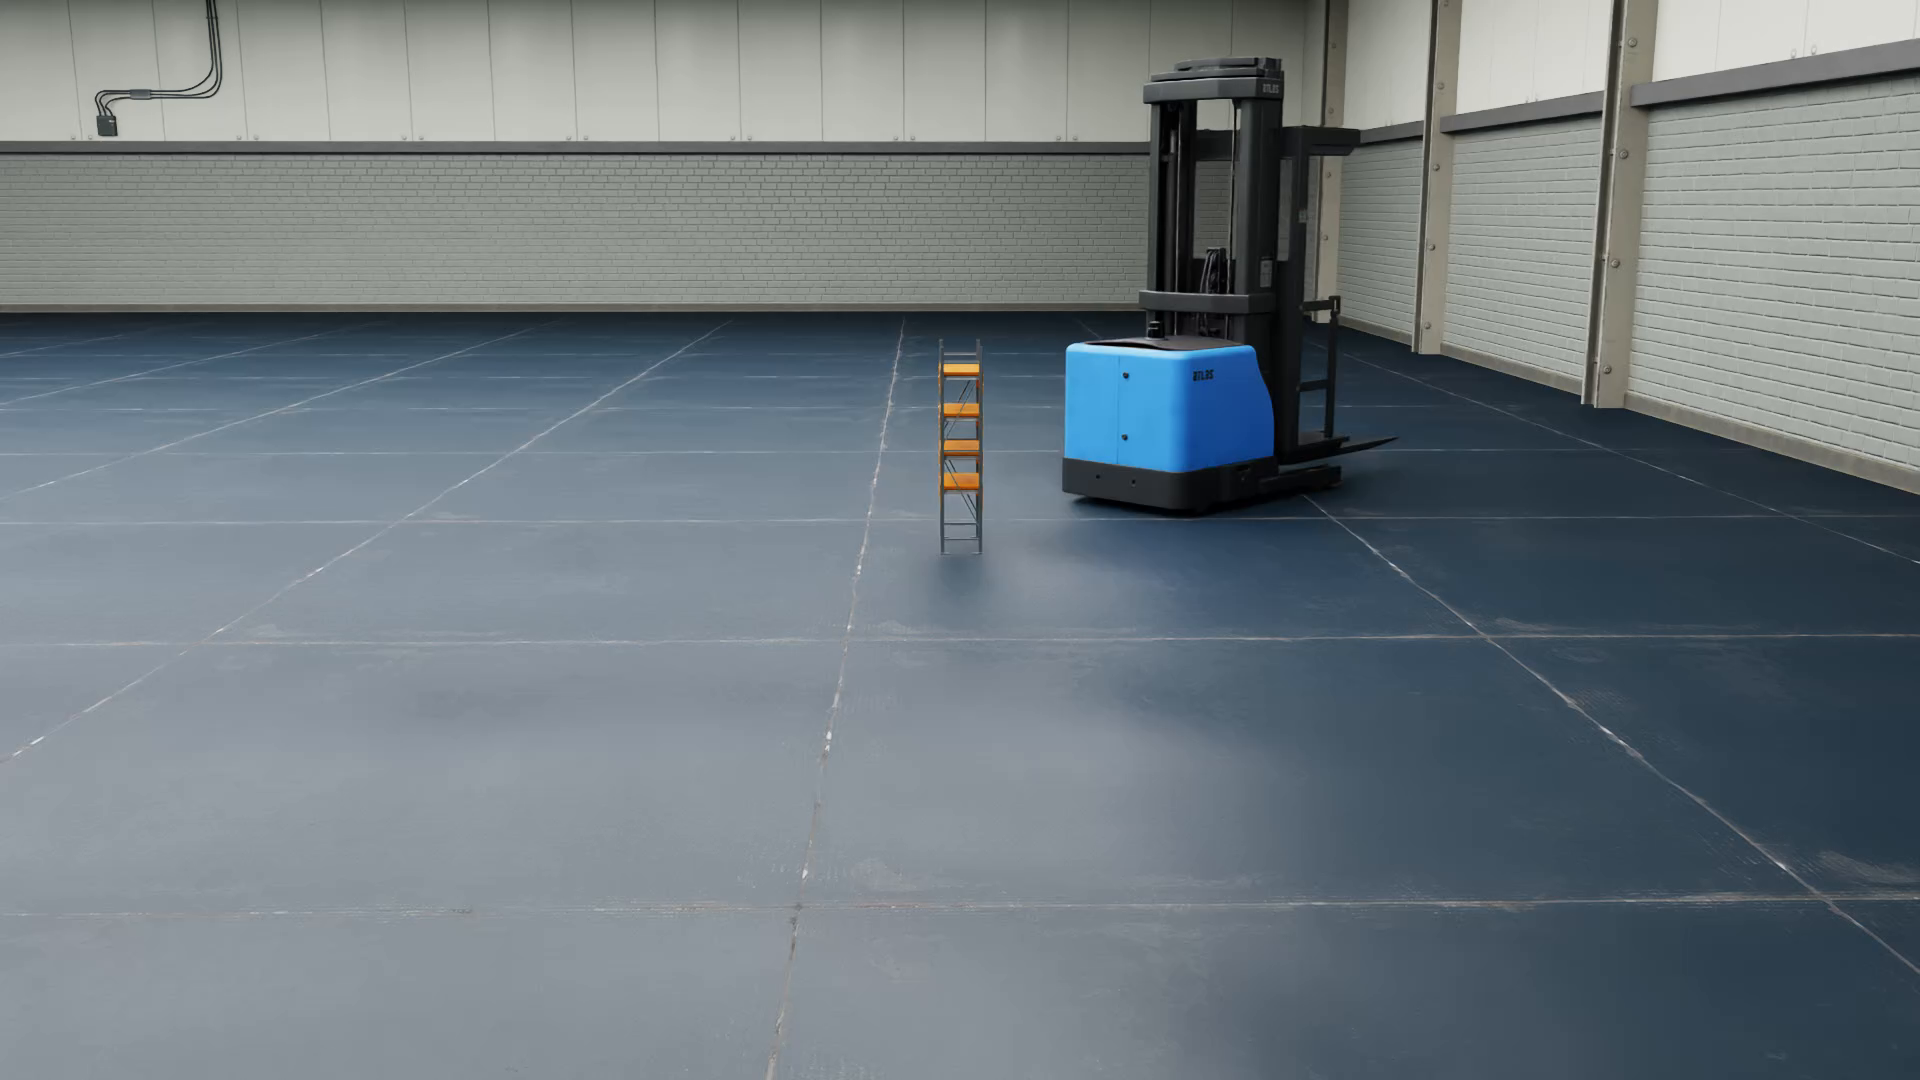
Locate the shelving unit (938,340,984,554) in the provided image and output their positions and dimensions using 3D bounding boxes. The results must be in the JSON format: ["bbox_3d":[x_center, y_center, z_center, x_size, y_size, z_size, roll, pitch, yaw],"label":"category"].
[{"bbox_3d":[0.003,-0.555,9.778,0.258,1.200,0.503,0,11,-1],"label":"shelving unit"}]

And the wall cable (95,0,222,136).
[{"bbox_3d":[-14.519,-10.310,29.692,2.305,6.003,0.169,0,11,-1],"label":"wall cable"}]

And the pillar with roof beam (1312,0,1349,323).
[{"bbox_3d":[1.917,-8.128,27.491,9.100,9.000,0.400,0,11,-1],"label":"pillar with roof beam"}]

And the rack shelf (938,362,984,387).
[{"bbox_3d":[0.003,-0.940,9.699,0.258,0.148,0.480,0,11,-1],"label":"rack shelf"}]

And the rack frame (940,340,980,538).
[{"bbox_3d":[-0.002,-0.604,10.017,0.240,1.200,0.015,0,11,-1],"label":"rack frame"}]

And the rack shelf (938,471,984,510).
[{"bbox_3d":[0.003,-0.295,9.830,0.258,0.148,0.480,0,11,-1],"label":"rack shelf"}]

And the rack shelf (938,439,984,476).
[{"bbox_3d":[0.003,-0.489,9.791,0.258,0.148,0.480,0,11,-1],"label":"rack shelf"}]

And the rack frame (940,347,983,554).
[{"bbox_3d":[0.008,-0.507,9.539,0.240,1.200,0.015,0,11,-1],"label":"rack frame"}]

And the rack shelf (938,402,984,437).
[{"bbox_3d":[0.003,-0.708,9.747,0.258,0.148,0.480,0,11,-1],"label":"rack shelf"}]

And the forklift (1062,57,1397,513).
[{"bbox_3d":[2.085,-1.841,11.763,1.130,2.935,3.031,11,16,43],"label":"forklift"}]

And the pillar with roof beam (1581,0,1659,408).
[{"bbox_3d":[2.165,-5.743,15.733,9.100,9.000,0.400,0,11,-1],"label":"pillar with roof beam"}]

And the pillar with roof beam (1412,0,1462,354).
[{"bbox_3d":[2.041,-6.935,21.612,9.100,9.000,0.400,0,11,-1],"label":"pillar with roof beam"}]
